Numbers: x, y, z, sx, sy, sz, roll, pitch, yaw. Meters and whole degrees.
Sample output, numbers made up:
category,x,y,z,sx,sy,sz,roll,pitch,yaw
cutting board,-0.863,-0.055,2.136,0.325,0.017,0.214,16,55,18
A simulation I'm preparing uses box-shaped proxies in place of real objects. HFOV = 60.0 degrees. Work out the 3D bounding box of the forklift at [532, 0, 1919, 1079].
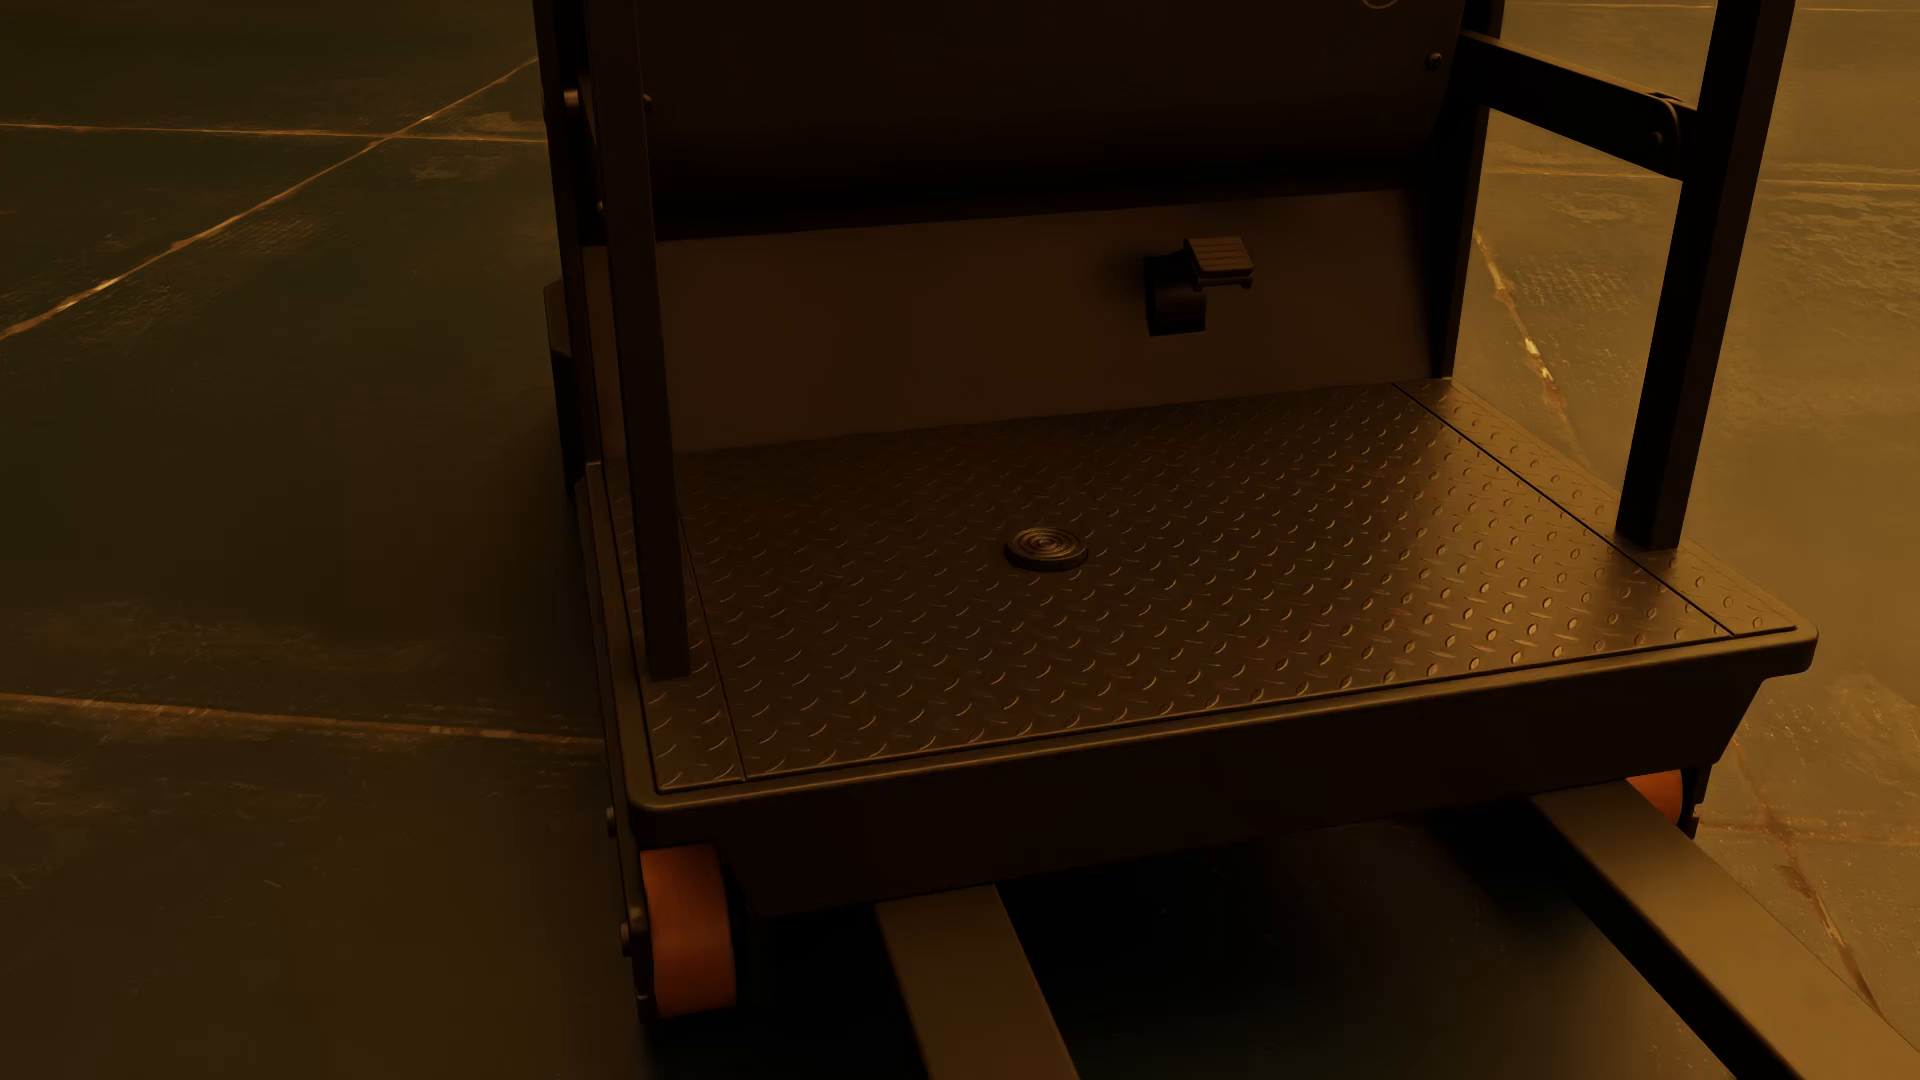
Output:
category,x,y,z,sx,sy,sz,roll,pitch,yaw
forklift,0.153,-1.049,1.319,1.130,2.935,3.031,-7,27,-13
